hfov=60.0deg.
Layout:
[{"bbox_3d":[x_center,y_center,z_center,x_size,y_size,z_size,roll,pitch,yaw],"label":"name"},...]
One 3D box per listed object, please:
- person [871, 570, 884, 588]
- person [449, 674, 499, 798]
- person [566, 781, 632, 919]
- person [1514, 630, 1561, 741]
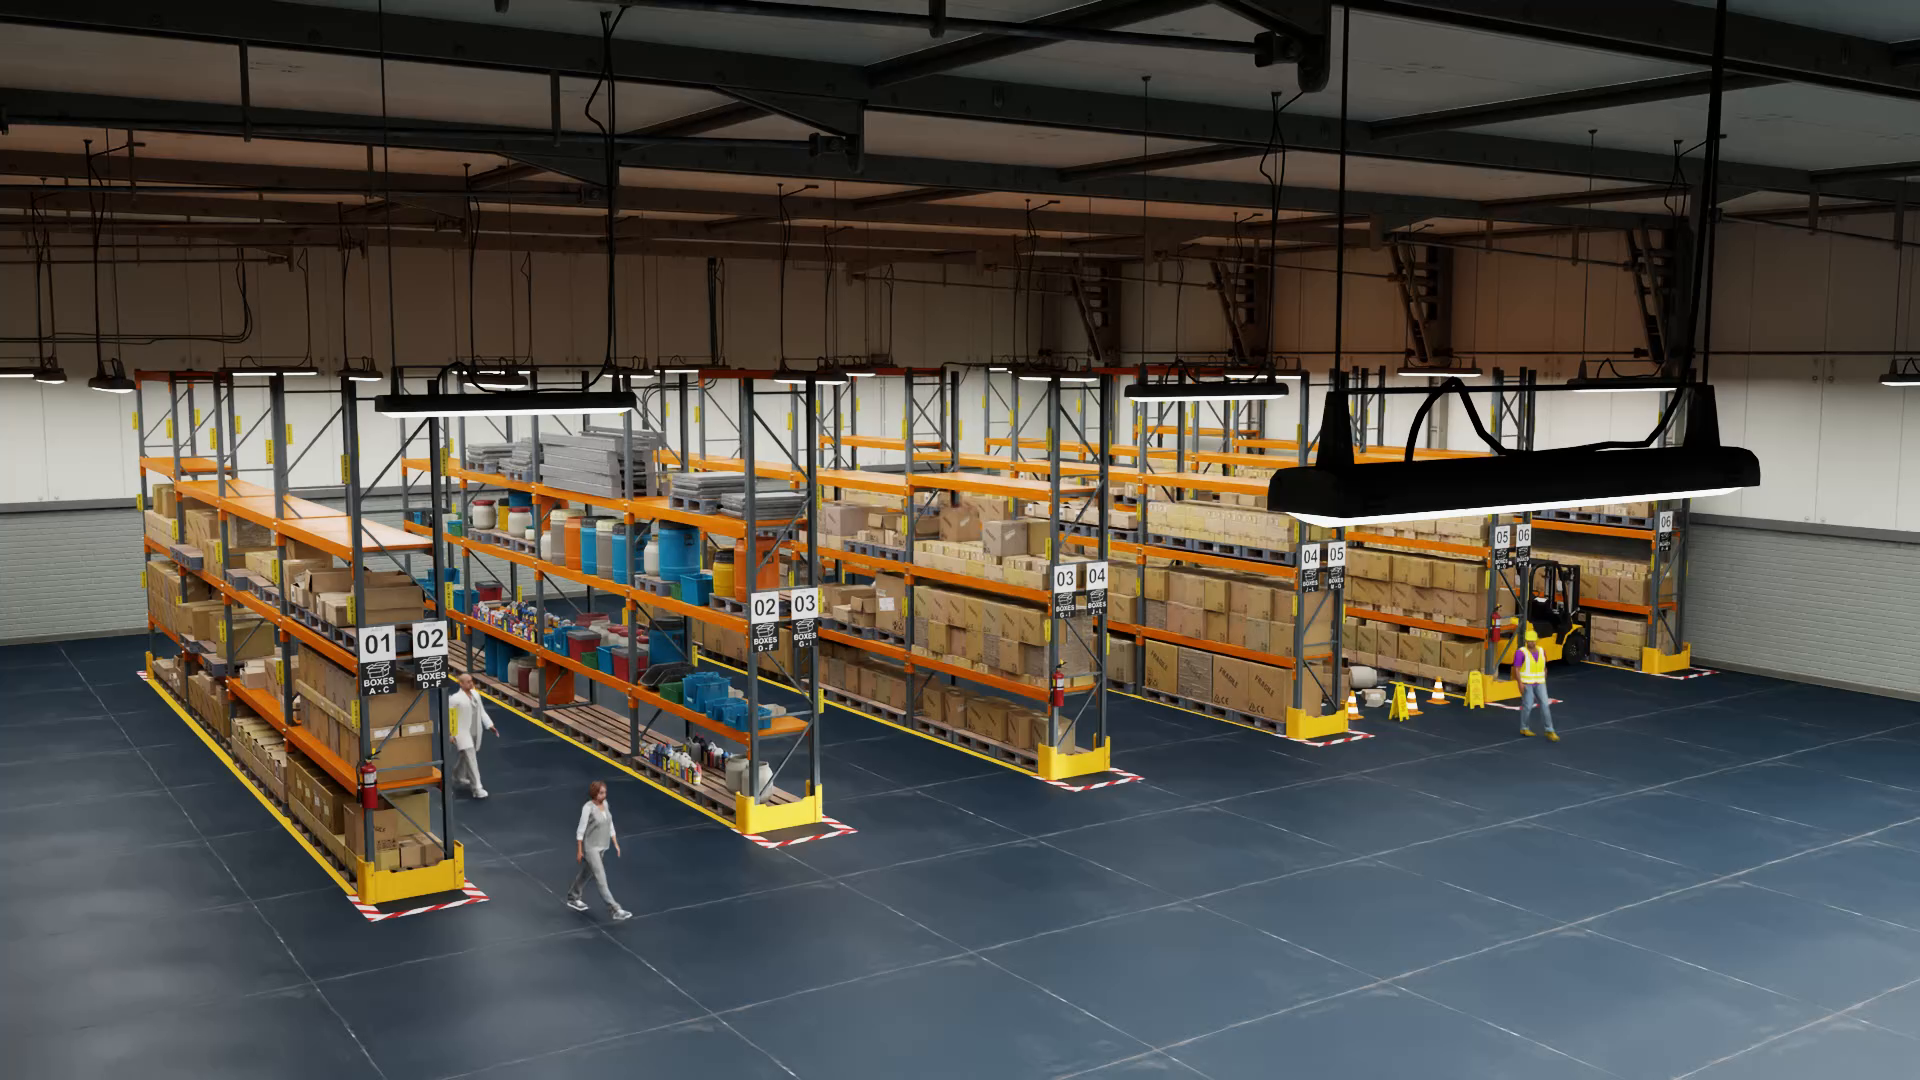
[{"bbox_3d":[-1.688,1.440,36.106,0.464,1.610,1.058,-5,8,-36],"label":"person"},{"bbox_3d":[-7.033,2.811,23.852,1.159,1.635,0.697,6,8,41],"label":"person"},{"bbox_3d":[-4.029,3.448,18.603,1.003,1.536,0.436,2,7,20],"label":"person"},{"bbox_3d":[9.455,2.378,27.291,0.654,1.762,0.668,-1,6,-6],"label":"person"}]
